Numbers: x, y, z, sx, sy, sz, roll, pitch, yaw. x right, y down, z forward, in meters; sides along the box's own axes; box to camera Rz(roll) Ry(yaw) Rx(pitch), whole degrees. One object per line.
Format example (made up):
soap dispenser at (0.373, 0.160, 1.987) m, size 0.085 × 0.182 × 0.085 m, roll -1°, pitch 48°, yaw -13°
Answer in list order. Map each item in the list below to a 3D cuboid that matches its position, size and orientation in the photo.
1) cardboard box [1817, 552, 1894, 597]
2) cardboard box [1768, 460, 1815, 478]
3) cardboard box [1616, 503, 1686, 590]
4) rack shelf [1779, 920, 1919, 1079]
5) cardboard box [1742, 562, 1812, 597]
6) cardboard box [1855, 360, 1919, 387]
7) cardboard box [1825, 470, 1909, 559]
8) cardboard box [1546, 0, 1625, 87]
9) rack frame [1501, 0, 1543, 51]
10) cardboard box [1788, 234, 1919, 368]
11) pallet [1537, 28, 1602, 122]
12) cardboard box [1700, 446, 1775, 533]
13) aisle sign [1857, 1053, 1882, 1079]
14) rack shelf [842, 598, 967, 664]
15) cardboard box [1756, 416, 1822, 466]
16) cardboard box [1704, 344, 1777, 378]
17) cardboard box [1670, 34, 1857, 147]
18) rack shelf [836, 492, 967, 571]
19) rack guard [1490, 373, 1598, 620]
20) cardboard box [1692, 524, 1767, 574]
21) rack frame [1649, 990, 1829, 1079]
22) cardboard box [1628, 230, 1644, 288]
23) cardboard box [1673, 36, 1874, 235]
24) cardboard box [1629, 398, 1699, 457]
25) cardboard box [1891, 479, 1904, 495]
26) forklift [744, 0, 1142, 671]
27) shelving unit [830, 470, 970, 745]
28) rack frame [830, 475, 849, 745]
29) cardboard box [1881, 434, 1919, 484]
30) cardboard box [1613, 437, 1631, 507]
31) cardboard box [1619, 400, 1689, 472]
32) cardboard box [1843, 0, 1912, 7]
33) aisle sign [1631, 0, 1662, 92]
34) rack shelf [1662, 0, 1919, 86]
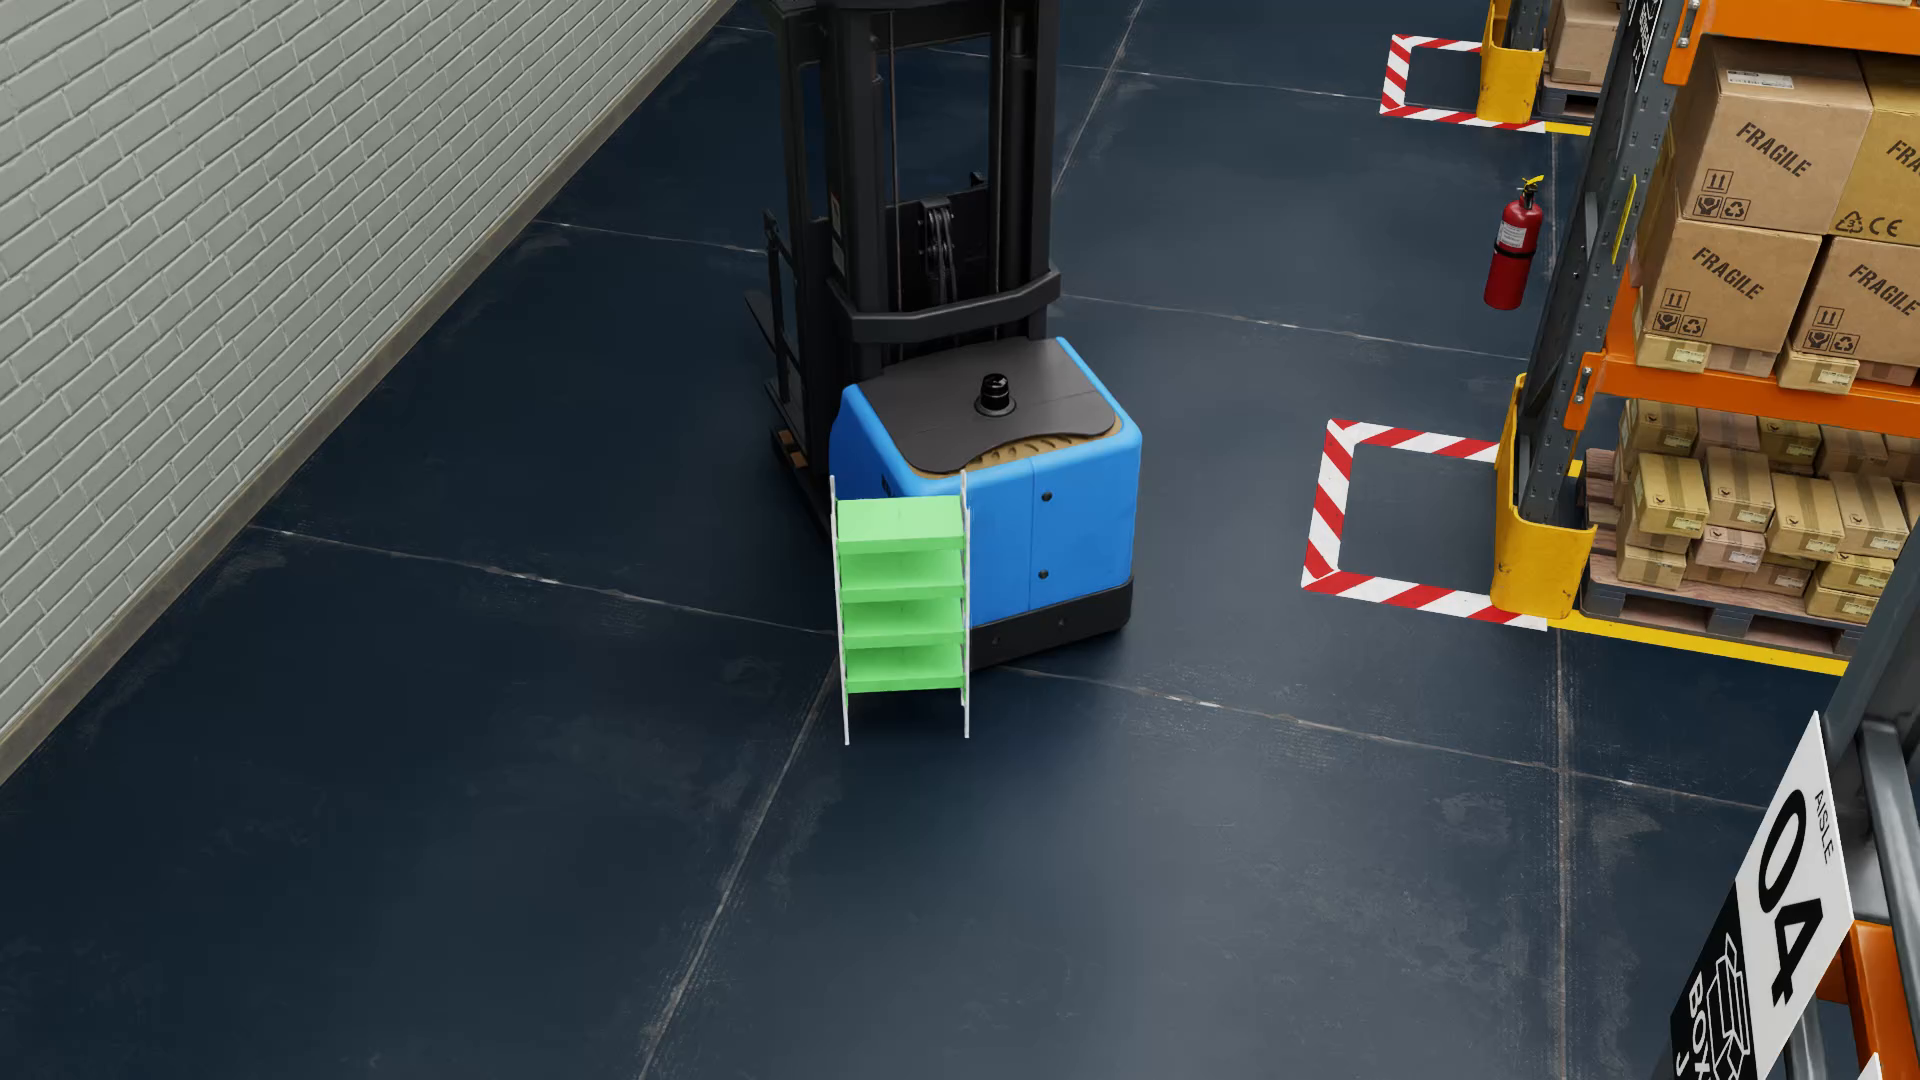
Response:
cardboard box at (3.766, 0.048, 7.019) m, size 0.250 × 0.149 × 0.380 m, roll 11°, pitch 41°, yaw 13°
cardboard box at (3.684, -0.379, 7.528) m, size 0.250 × 0.149 × 0.380 m, roll 8°, pitch 41°, yaw 10°
cardboard box at (3.021, 0.025, 7.278) m, size 0.250 × 0.149 × 0.380 m, roll 11°, pitch 41°, yaw 12°
rack shelf at (3.150, 1.332, 2.058) m, size 4.000 × 0.370 × 1.077 m, roll 10°, pitch 41°, yaw 11°
cardboard box at (3.537, 0.055, 7.243) m, size 0.250 × 0.149 × 0.380 m, roll 10°, pitch 41°, yaw 12°
cardboard box at (3.614, -0.785, 6.548) m, size 0.250 × 0.149 × 0.380 m, roll 12°, pitch 41°, yaw 13°
cardboard box at (3.785, -0.108, 6.974) m, size 0.250 × 0.149 × 0.380 m, roll 8°, pitch 41°, yaw 9°
cardboard box at (4.443, -3.416, 11.151) m, size 0.875 × 0.438 × 0.875 m, roll 8°, pitch 41°, yaw 10°
rack frame at (3.780, -4.284, 10.518) m, size 0.127 × 3.000 × 1.000 m, roll 10°, pitch 41°, yaw 11°
cardboard box at (3.483, -1.024, 6.328) m, size 0.500 × 0.500 × 0.500 m, roll 10°, pitch 41°, yaw 12°
pallet at (4.572, -3.132, 11.315) m, size 1.213 × 0.211 × 1.003 m, roll 10°, pitch 41°, yaw 11°
cardboard box at (3.313, -0.219, 7.106) m, size 0.250 × 0.149 × 0.380 m, roll 10°, pitch 41°, yaw 12°
aisle sign at (1.071, 1.052, 2.144) m, size 0.004 × 0.787 × 0.394 m, roll 10°, pitch 41°, yaw 11°
rack shelf at (-0.223, 0.335, 6.518) m, size 0.480 × 0.148 × 0.258 m, roll -3°, pitch 40°, yaw -3°
cardboard box at (3.685, -0.516, 7.460) m, size 0.250 × 0.149 × 0.380 m, roll 9°, pitch 41°, yaw 10°
cardboard box at (3.082, -0.821, 6.591) m, size 0.250 × 0.149 × 0.380 m, roll 11°, pitch 41°, yaw 13°
cardboard box at (3.104, -1.805, 6.481) m, size 0.500 × 0.500 × 0.500 m, roll 9°, pitch 41°, yaw 11°
rack shelf at (-0.223, -0.033, 6.209) m, size 0.480 × 0.148 × 0.258 m, roll -3°, pitch 40°, yaw -3°
rack guard at (2.671, -0.222, 7.625) m, size 0.348 × 0.500 × 1.175 m, roll 10°, pitch 41°, yaw 11°
cardboard box at (3.287, -0.048, 7.133) m, size 0.250 × 0.149 × 0.380 m, roll 10°, pitch 41°, yaw 11°
rack frame at (1.218, 1.873, 3.188) m, size 0.127 × 3.000 × 1.000 m, roll 10°, pitch 41°, yaw 11°
cardboard box at (2.986, -1.217, 7.062) m, size 0.250 × 0.149 × 0.380 m, roll 10°, pitch 41°, yaw 11°
cardboard box at (2.963, -1.487, 6.102) m, size 0.500 × 0.500 × 0.500 m, roll 10°, pitch 41°, yaw 11°
cardboard box at (3.175, -0.558, 7.510) m, size 0.250 × 0.149 × 0.380 m, roll 10°, pitch 41°, yaw 12°
cardboard box at (4.187, -0.301, 7.435) m, size 0.250 × 0.149 × 0.380 m, roll 10°, pitch 41°, yaw 12°
forklift at (-0.283, -1.482, 7.236) m, size 1.130 × 2.935 × 3.031 m, roll -15°, pitch 42°, yaw -17°
shelving unit at (-0.223, 0.286, 6.477) m, size 0.503 × 1.200 × 0.258 m, roll -3°, pitch 40°, yaw -3°
rack frame at (-0.466, 0.297, 6.464) m, size 0.015 × 1.200 × 0.240 m, roll -3°, pitch 40°, yaw -3°
cardboard box at (4.193, -0.424, 7.350) m, size 0.250 × 0.149 × 0.380 m, roll 11°, pitch 41°, yaw 13°
cardboard box at (3.160, -0.303, 7.668) m, size 0.250 × 0.149 × 0.380 m, roll 10°, pitch 41°, yaw 12°
cardboard box at (3.181, -0.464, 7.629) m, size 0.250 × 0.149 × 0.380 m, roll 9°, pitch 41°, yaw 10°
cardboard box at (2.965, -2.049, 5.642) m, size 0.500 × 0.250 × 0.500 m, roll 11°, pitch 41°, yaw 13°
aisle sign at (2.450, -2.013, 5.793) m, size 0.004 × 0.787 × 0.394 m, roll 10°, pitch 41°, yaw 11°
rack shelf at (4.530, -1.732, 5.707) m, size 4.000 × 0.370 × 1.077 m, roll 10°, pitch 41°, yaw 11°
